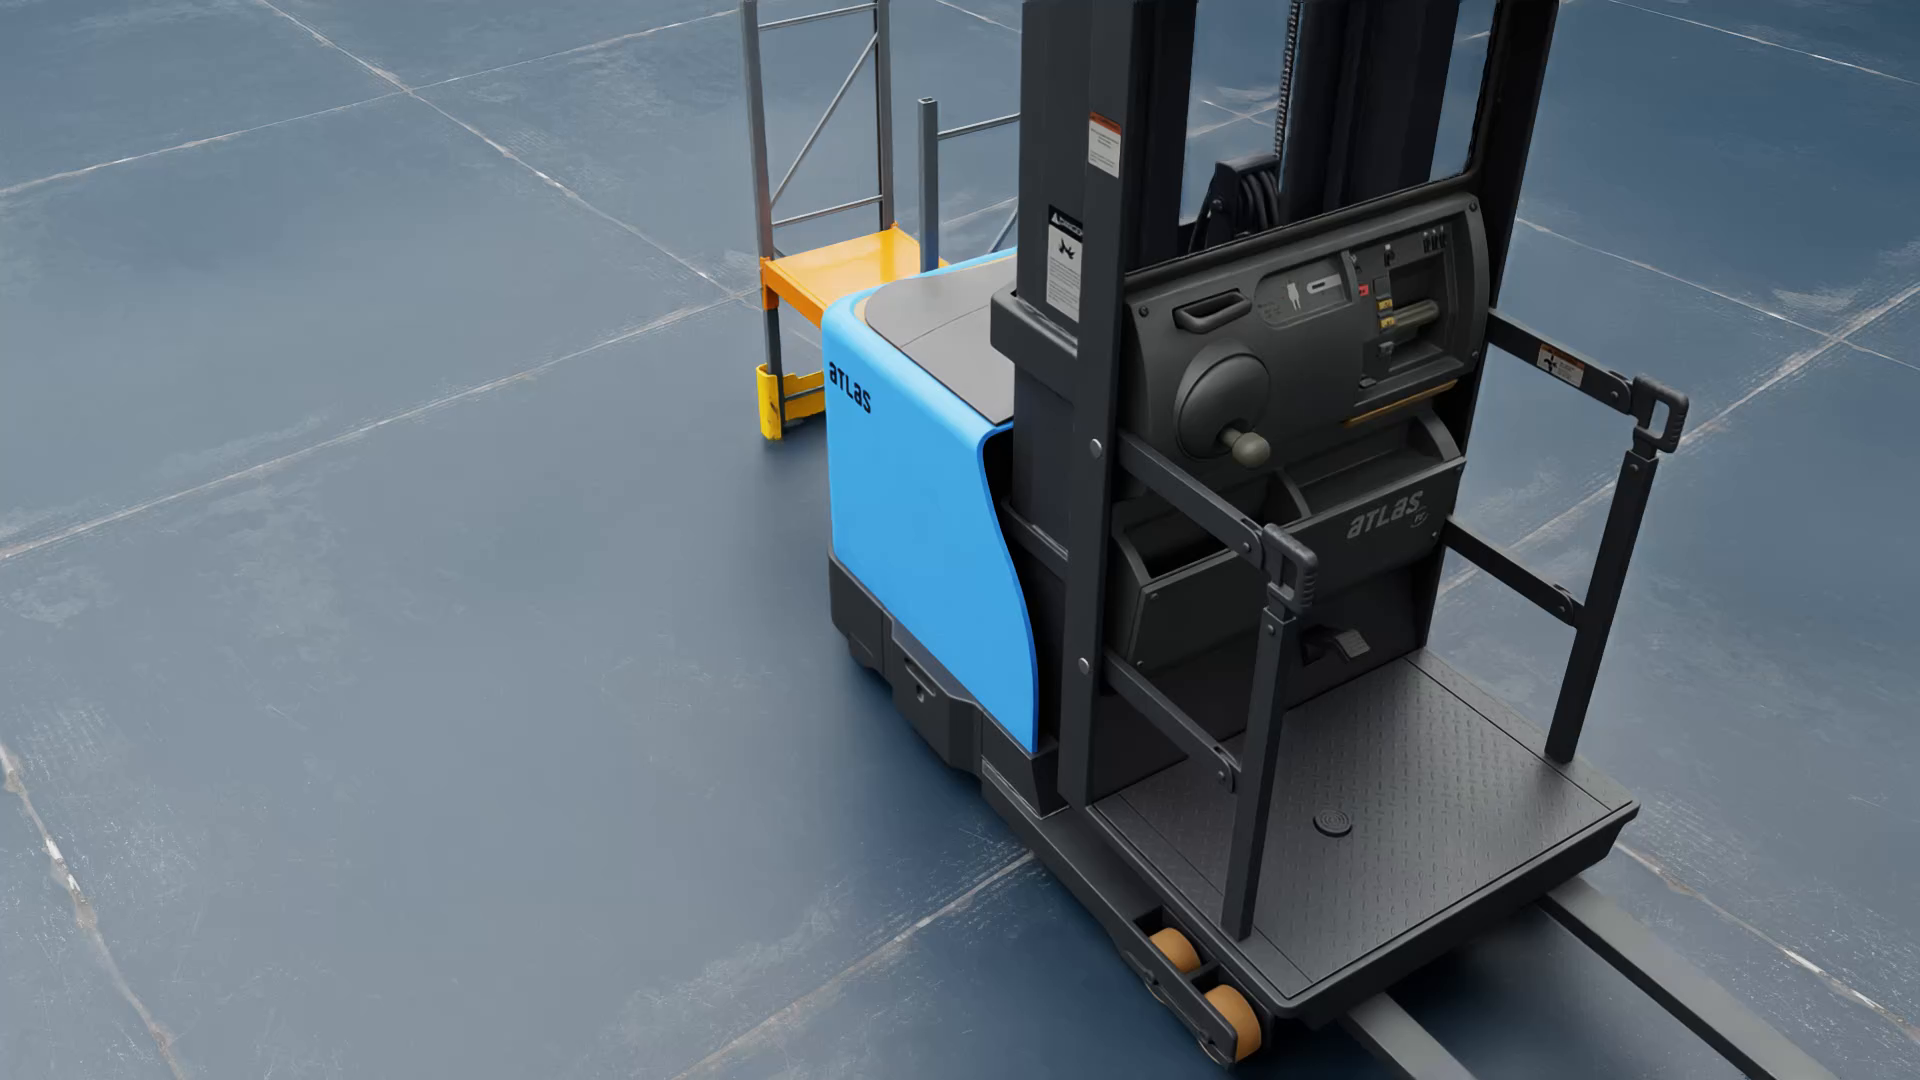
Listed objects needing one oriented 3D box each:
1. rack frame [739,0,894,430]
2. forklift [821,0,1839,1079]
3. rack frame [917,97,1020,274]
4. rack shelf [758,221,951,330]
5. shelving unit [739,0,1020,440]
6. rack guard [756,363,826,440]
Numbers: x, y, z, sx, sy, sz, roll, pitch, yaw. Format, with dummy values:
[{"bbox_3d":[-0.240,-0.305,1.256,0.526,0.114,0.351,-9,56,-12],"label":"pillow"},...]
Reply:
[{"bbox_3d":[-0.440,-1.075,5.471,0.500,1.500,0.032,-20,40,-26],"label":"rack frame"},{"bbox_3d":[0.847,-0.368,3.234,1.130,2.935,3.031,-20,40,-26],"label":"forklift"},{"bbox_3d":[0.109,-0.581,4.772,0.500,1.500,0.032,-20,40,-26],"label":"rack frame"},{"bbox_3d":[-0.165,-0.681,5.225,0.538,0.185,1.000,-20,40,-26],"label":"rack shelf"},{"bbox_3d":[-0.160,-0.823,5.115,0.587,1.500,1.083,-20,40,-26],"label":"shelving unit"},{"bbox_3d":[-0.429,-0.556,5.818,0.587,0.250,0.087,-20,40,-26],"label":"rack guard"}]
